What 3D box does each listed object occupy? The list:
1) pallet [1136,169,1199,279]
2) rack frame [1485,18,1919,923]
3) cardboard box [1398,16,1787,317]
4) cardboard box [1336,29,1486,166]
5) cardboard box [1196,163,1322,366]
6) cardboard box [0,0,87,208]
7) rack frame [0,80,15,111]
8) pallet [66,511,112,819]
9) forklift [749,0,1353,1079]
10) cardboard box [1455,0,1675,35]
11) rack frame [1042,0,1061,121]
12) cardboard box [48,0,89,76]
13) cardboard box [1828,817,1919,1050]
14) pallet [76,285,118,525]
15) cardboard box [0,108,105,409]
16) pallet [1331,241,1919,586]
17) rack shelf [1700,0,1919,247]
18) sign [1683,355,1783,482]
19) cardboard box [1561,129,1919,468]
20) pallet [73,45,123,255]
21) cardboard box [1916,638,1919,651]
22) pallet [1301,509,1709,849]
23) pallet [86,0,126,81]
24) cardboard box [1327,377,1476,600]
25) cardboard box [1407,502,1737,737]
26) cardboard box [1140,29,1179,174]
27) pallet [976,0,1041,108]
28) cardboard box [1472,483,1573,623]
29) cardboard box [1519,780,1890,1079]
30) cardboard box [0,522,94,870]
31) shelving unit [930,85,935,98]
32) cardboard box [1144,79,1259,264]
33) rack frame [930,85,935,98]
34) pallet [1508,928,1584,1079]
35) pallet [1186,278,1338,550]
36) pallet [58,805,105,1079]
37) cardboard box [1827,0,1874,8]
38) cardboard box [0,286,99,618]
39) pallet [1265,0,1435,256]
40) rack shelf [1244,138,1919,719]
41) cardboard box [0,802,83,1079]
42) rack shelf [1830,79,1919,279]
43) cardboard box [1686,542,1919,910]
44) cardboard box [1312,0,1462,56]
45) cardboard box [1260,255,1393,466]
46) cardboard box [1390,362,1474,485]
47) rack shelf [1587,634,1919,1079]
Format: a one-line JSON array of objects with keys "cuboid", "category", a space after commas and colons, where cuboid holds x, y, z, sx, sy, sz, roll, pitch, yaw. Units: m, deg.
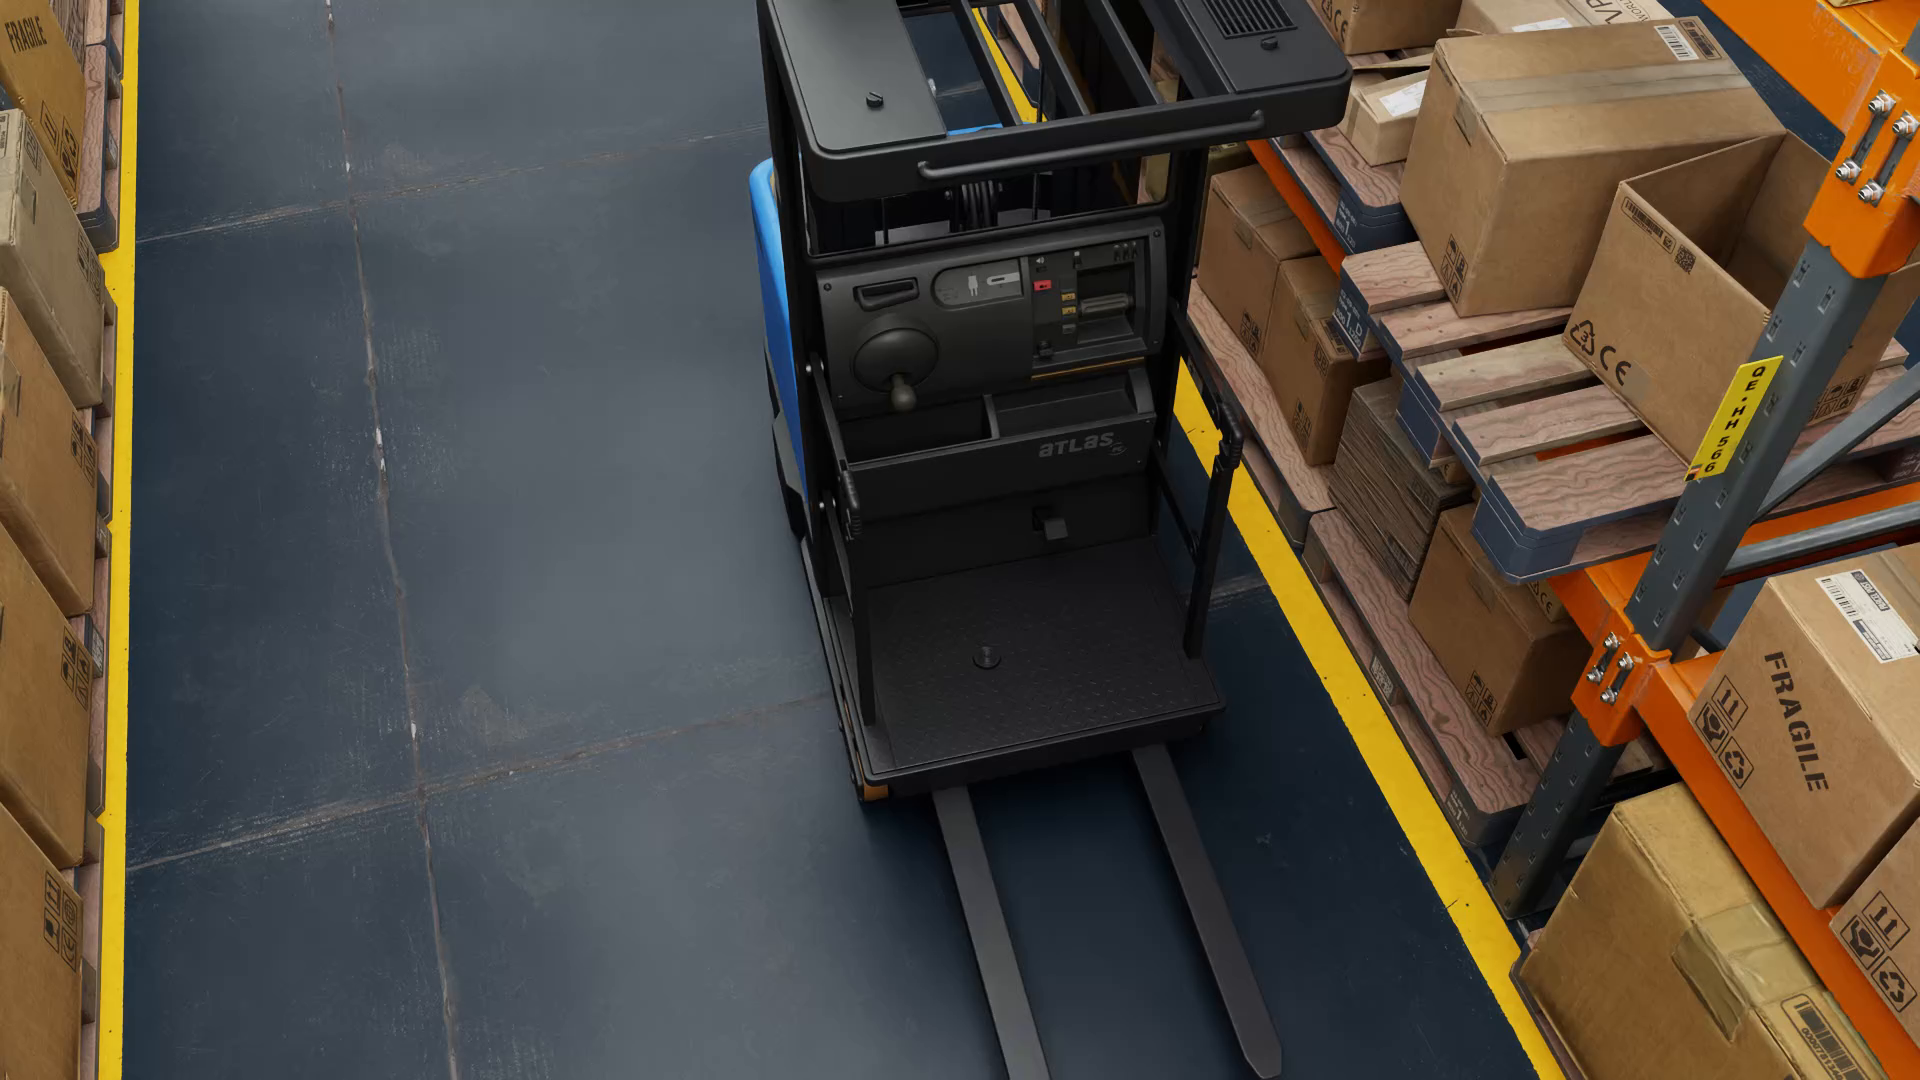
[{"cuboid": [1.090, -1.472, 6.853, 1.003, 0.211, 1.213, -13, 51, -11], "category": "pallet"}, {"cuboid": [2.041, -0.017, 3.803, 1.000, 3.000, 0.127, -13, 51, -11], "category": "rack frame"}, {"cuboid": [1.582, -0.955, 4.253, 0.700, 0.500, 0.500, -7, 50, -6], "category": "cardboard box"}, {"cuboid": [1.290, -1.266, 4.669, 0.396, 0.266, 0.258, -15, 51, -12], "category": "cardboard box"}, {"cuboid": [1.308, -1.060, 6.029, 0.700, 0.500, 0.500, -17, 52, -14], "category": "cardboard box"}, {"cuboid": [-4.029, -1.817, 6.435, 0.875, 0.875, 0.875, -13, 51, -10], "category": "cardboard box"}, {"cuboid": [-3.910, -1.891, 5.382, 1.000, 3.000, 0.127, -13, 51, -11], "category": "rack frame"}, {"cuboid": [-3.245, 0.447, 5.235, 1.003, 0.211, 1.213, -13, 51, -11], "category": "pallet"}, {"cuboid": [0.149, -0.483, 4.240, 1.130, 2.935, 3.031, -11, 51, -9], "category": "forklift"}, {"cuboid": [1.765, -1.380, 4.775, 0.500, 0.250, 0.500, -15, 51, -12], "category": "cardboard box"}, {"cuboid": [0.858, -2.939, 6.266, 1.000, 3.000, 0.127, -13, 51, -11], "category": "rack frame"}, {"cuboid": [-4.299, -2.474, 6.989, 0.875, 0.875, 0.875, -13, 51, -11], "category": "cardboard box"}, {"cuboid": [2.079, 0.743, 3.096, 0.500, 0.500, 0.500, -15, 51, -12], "category": "cardboard box"}, {"cuboid": [-3.610, -0.446, 5.988, 1.003, 0.211, 1.213, -13, 51, -11], "category": "pallet"}, {"cuboid": [-3.641, -0.868, 5.717, 1.050, 0.750, 0.750, -14, 51, -11], "category": "cardboard box"}, {"cuboid": [1.728, -0.452, 4.294, 1.213, 0.211, 1.003, -13, 51, -11], "category": "pallet"}, {"cuboid": [1.449, -2.213, 4.162, 1.077, 0.370, 4.000, -13, 51, -11], "category": "rack shelf"}, {"cuboid": [1.525, -0.235, 3.281, 0.100, 0.325, 0.005, -13, 51, -11], "category": "sign"}, {"cuboid": [1.843, -0.570, 3.929, 0.500, 0.500, 0.500, -19, 52, -15], "category": "cardboard box"}, {"cuboid": [-4.060, -1.565, 6.932, 1.003, 0.211, 1.213, -13, 51, -11], "category": "pallet"}, {"cuboid": [2.242, 0.165, 2.928, 0.797, 0.503, 0.637, -12, 51, -10], "category": "cardboard box"}, {"cuboid": [1.811, 0.310, 5.350, 1.003, 0.211, 1.213, -13, 51, -11], "category": "pallet"}, {"cuboid": [-4.425, -2.458, 7.684, 1.003, 0.211, 1.213, -13, 51, -11], "category": "pallet"}, {"cuboid": [1.647, -0.240, 5.338, 0.700, 0.500, 0.500, -17, 52, -14], "category": "cardboard box"}, {"cuboid": [1.824, 0.162, 4.999, 0.700, 0.500, 0.500, -16, 52, -13], "category": "cardboard box"}, {"cuboid": [1.019, -1.822, 6.671, 0.700, 0.500, 0.500, -17, 52, -14], "category": "cardboard box"}, {"cuboid": [0.626, -2.522, 7.738, 1.003, 0.211, 1.213, -13, 51, -11], "category": "pallet"}, {"cuboid": [1.814, -0.078, 4.710, 0.500, 0.250, 0.500, -11, 51, -9], "category": "cardboard box"}, {"cuboid": [2.225, 1.041, 4.026, 1.225, 0.875, 0.875, -15, 52, -13], "category": "cardboard box"}, {"cuboid": [-3.083, 0.517, 4.549, 1.050, 0.750, 0.750, -13, 51, -10], "category": "cardboard box"}, {"cuboid": [-0.259, -1.255, 6.023, 0.258, 1.200, 0.503, -11, 51, -9], "category": "shelving unit"}, {"cuboid": [1.142, -1.469, 6.374, 0.700, 0.500, 0.500, -14, 51, -11], "category": "cardboard box"}, {"cuboid": [-0.200, -1.074, 5.871, 0.240, 1.200, 0.015, -11, 51, -9], "category": "rack frame"}, {"cuboid": [2.202, 1.474, 4.369, 1.003, 0.211, 1.213, -13, 51, -11], "category": "pallet"}, {"cuboid": [1.454, -0.579, 6.100, 1.003, 0.211, 1.213, -13, 51, -11], "category": "pallet"}, {"cuboid": [-2.888, 1.336, 4.485, 1.003, 0.211, 1.213, -13, 51, -11], "category": "pallet"}, {"cuboid": [1.666, -1.228, 2.959, 0.500, 0.250, 0.500, -13, 51, -11], "category": "cardboard box"}, {"cuboid": [-3.359, -0.163, 5.122, 1.050, 0.750, 0.750, -13, 51, -11], "category": "cardboard box"}, {"cuboid": [1.416, -1.392, 5.087, 1.003, 0.211, 1.213, -13, 51, -11], "category": "pallet"}, {"cuboid": [1.449, -1.246, 5.309, 1.077, 0.370, 4.000, -13, 51, -11], "category": "rack shelf"}, {"cuboid": [-2.821, 1.155, 4.011, 1.050, 0.750, 0.750, -14, 51, -11], "category": "cardboard box"}, {"cuboid": [2.632, 0.709, 1.699, 1.077, 0.370, 4.000, -13, 51, -11], "category": "rack shelf"}, {"cuboid": [1.925, 0.367, 3.413, 0.500, 0.500, 0.500, -12, 51, -10], "category": "cardboard box"}, {"cuboid": [1.459, -1.862, 5.016, 0.797, 0.503, 0.637, -9, 50, -7], "category": "cardboard box"}, {"cuboid": [1.473, -0.653, 5.686, 0.700, 0.500, 0.500, -9, 51, -8], "category": "cardboard box"}, {"cuboid": [1.647, -0.463, 5.035, 0.500, 0.250, 0.500, -8, 50, -7], "category": "cardboard box"}, {"cuboid": [2.632, 1.675, 2.846, 1.077, 0.370, 4.000, -13, 51, -11], "category": "rack shelf"}]
